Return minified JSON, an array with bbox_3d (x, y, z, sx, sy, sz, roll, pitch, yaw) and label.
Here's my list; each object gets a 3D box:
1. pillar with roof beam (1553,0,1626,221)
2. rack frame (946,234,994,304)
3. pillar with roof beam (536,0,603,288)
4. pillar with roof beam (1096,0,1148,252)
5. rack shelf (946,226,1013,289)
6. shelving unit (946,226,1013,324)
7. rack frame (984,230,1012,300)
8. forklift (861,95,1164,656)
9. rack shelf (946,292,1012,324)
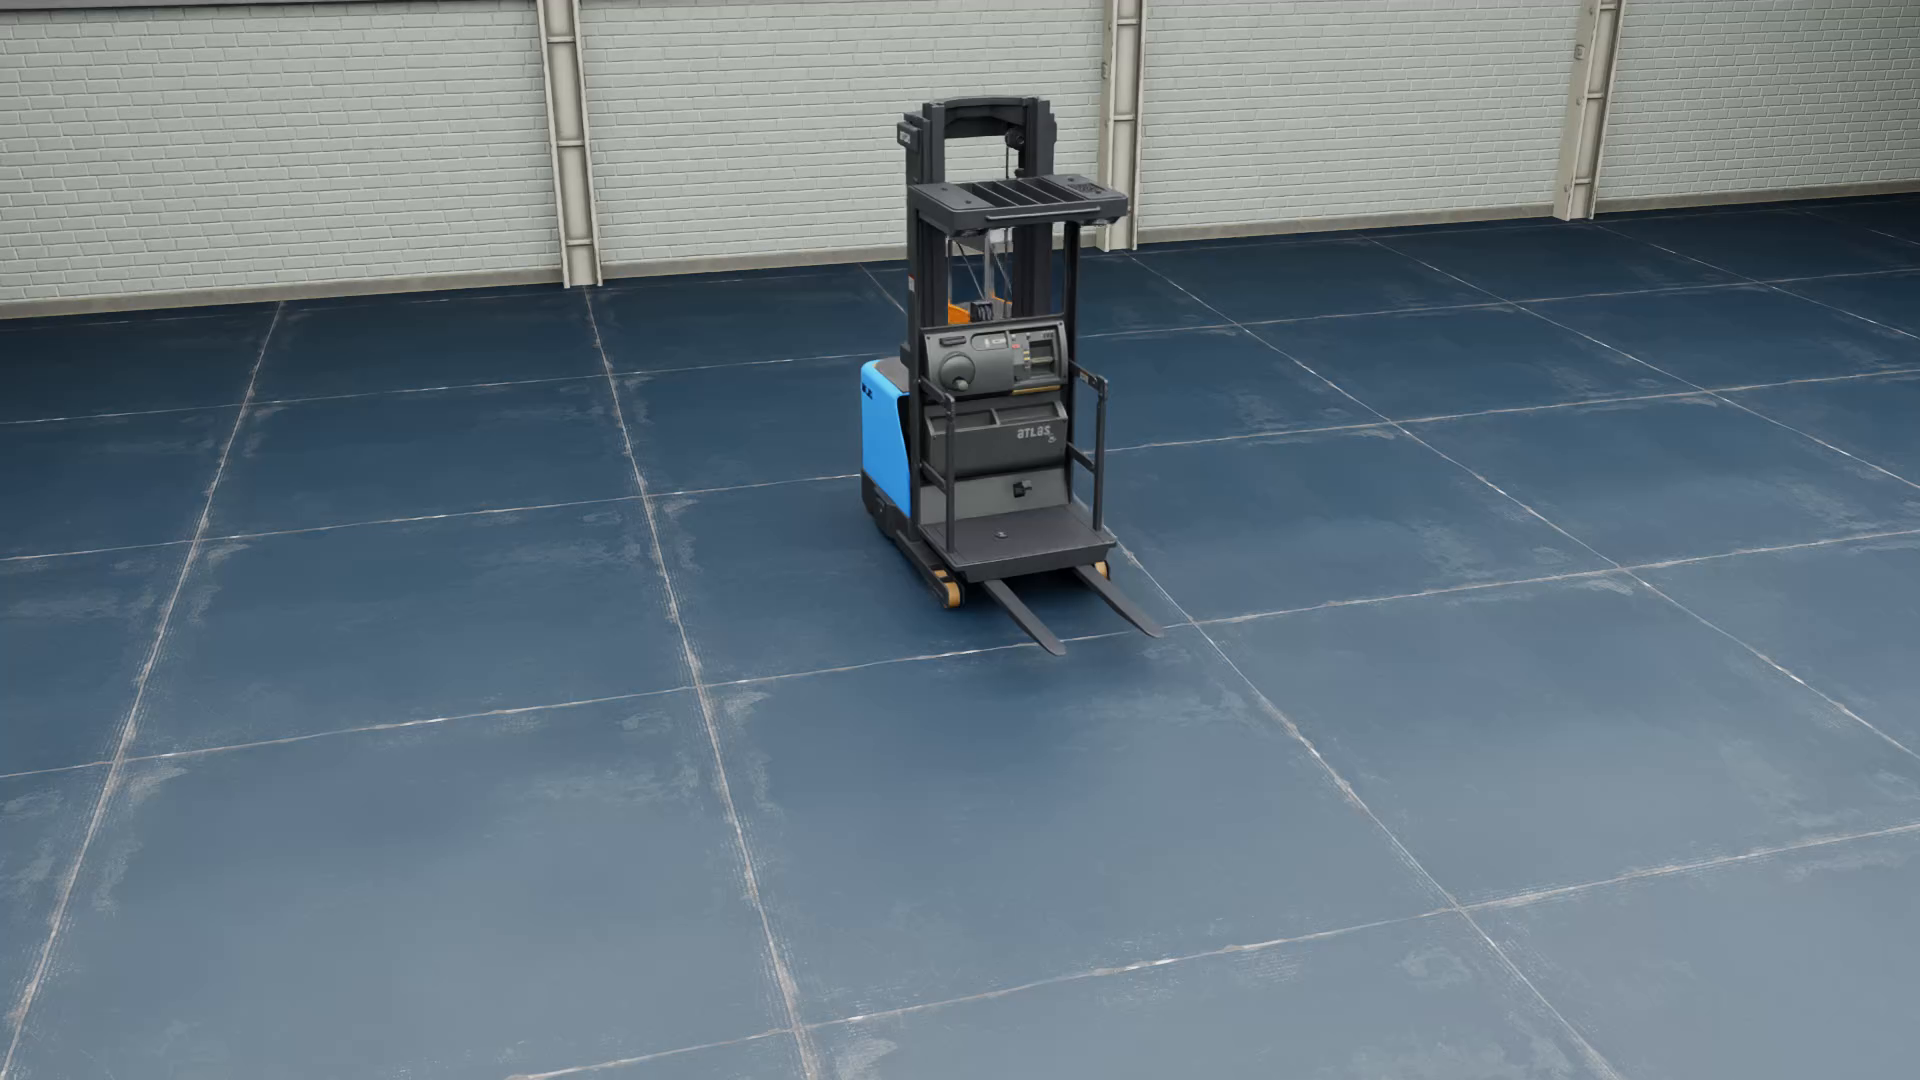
[{"bbox_3d":[8.730,-6.491,14.966,0.400,9.000,9.100,-6,24,-14],"label":"pillar with roof beam"},{"bbox_3d":[0.075,-1.558,12.218,0.400,2.100,0.015,-14,27,-30],"label":"rack frame"},{"bbox_3d":[-2.824,-5.213,11.987,0.400,9.000,9.100,-6,24,-14],"label":"pillar with roof beam"},{"bbox_3d":[2.953,-5.852,13.476,0.400,9.000,9.100,-6,24,-14],"label":"pillar with roof beam"},{"bbox_3d":[0.206,-2.108,11.758,0.431,0.518,0.480,-14,27,-30],"label":"rack shelf"},{"bbox_3d":[0.206,-1.477,12.029,0.431,2.100,0.503,-14,27,-30],"label":"shelving unit"},{"bbox_3d":[0.338,-1.396,11.840,0.400,2.100,0.015,-14,27,-30],"label":"rack frame"},{"bbox_3d":[0.306,-1.109,10.118,1.130,2.935,3.031,-9,25,-19],"label":"forklift"},{"bbox_3d":[0.206,-1.464,12.034,0.431,0.518,0.480,-14,27,-30],"label":"rack shelf"}]
